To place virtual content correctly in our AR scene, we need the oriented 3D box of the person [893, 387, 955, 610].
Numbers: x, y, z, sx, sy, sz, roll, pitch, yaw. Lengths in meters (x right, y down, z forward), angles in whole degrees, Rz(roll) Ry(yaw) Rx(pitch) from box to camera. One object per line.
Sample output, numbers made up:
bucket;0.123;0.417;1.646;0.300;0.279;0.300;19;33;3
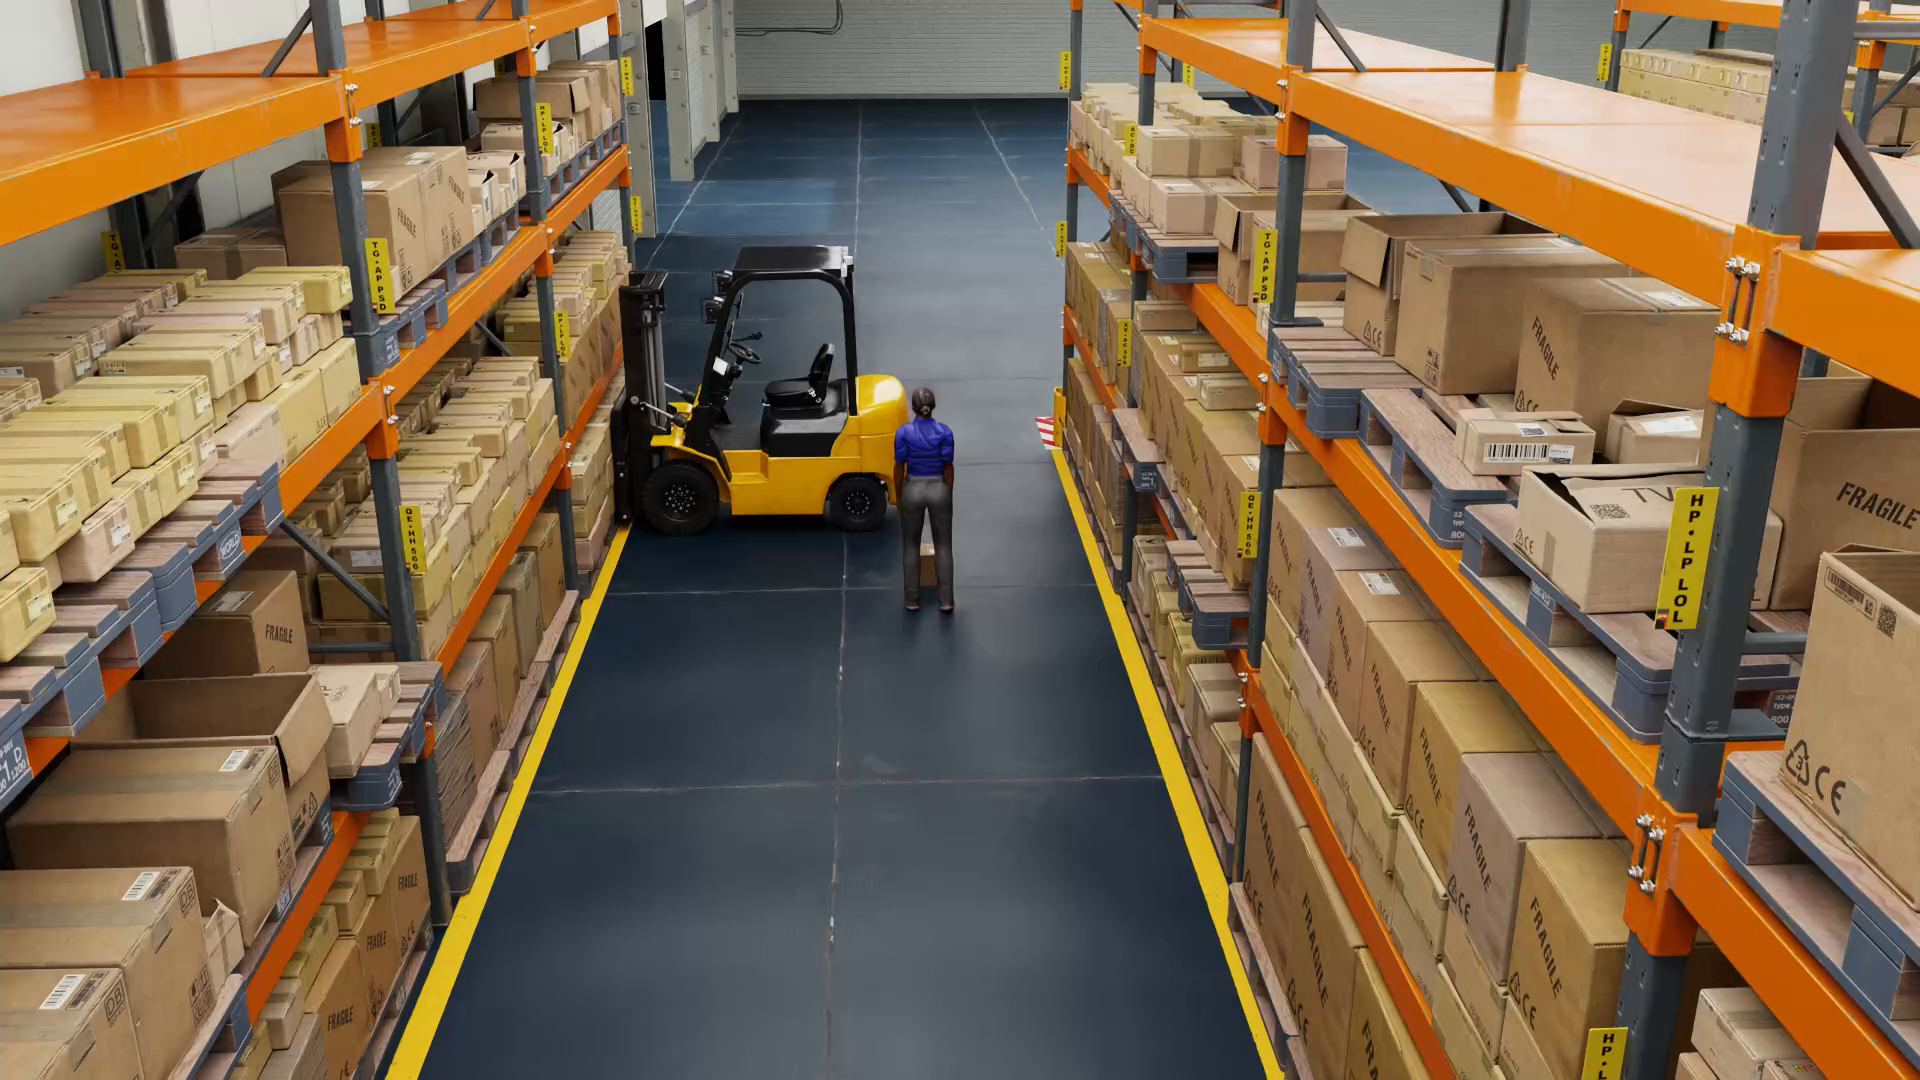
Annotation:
person;-0.253;-0.280;11.889;0.444;1.692;0.324;-1;21;-2
